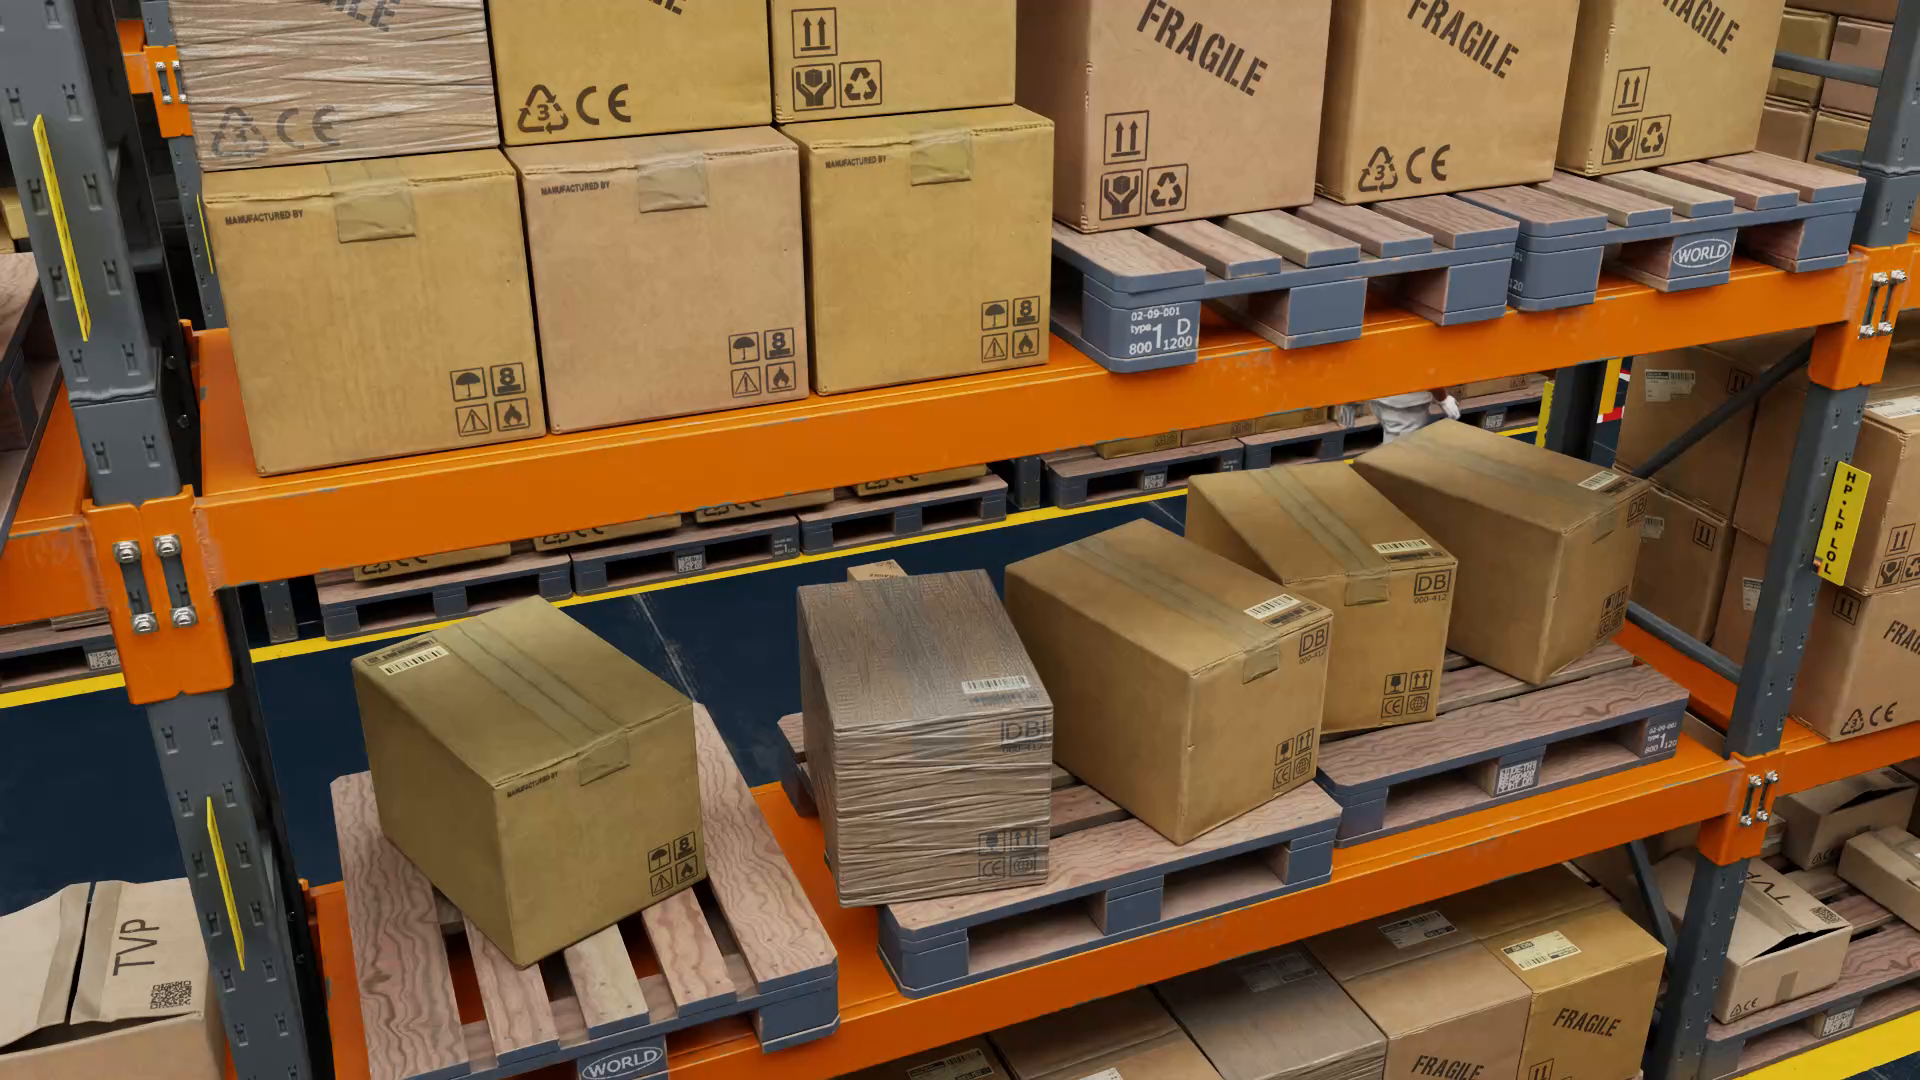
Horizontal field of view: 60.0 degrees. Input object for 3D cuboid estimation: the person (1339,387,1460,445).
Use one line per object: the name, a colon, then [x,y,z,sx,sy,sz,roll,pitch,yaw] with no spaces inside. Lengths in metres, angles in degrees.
person: [2.267,-0.742,8.624,0.985,1.748,0.528,-12,28,-24]
